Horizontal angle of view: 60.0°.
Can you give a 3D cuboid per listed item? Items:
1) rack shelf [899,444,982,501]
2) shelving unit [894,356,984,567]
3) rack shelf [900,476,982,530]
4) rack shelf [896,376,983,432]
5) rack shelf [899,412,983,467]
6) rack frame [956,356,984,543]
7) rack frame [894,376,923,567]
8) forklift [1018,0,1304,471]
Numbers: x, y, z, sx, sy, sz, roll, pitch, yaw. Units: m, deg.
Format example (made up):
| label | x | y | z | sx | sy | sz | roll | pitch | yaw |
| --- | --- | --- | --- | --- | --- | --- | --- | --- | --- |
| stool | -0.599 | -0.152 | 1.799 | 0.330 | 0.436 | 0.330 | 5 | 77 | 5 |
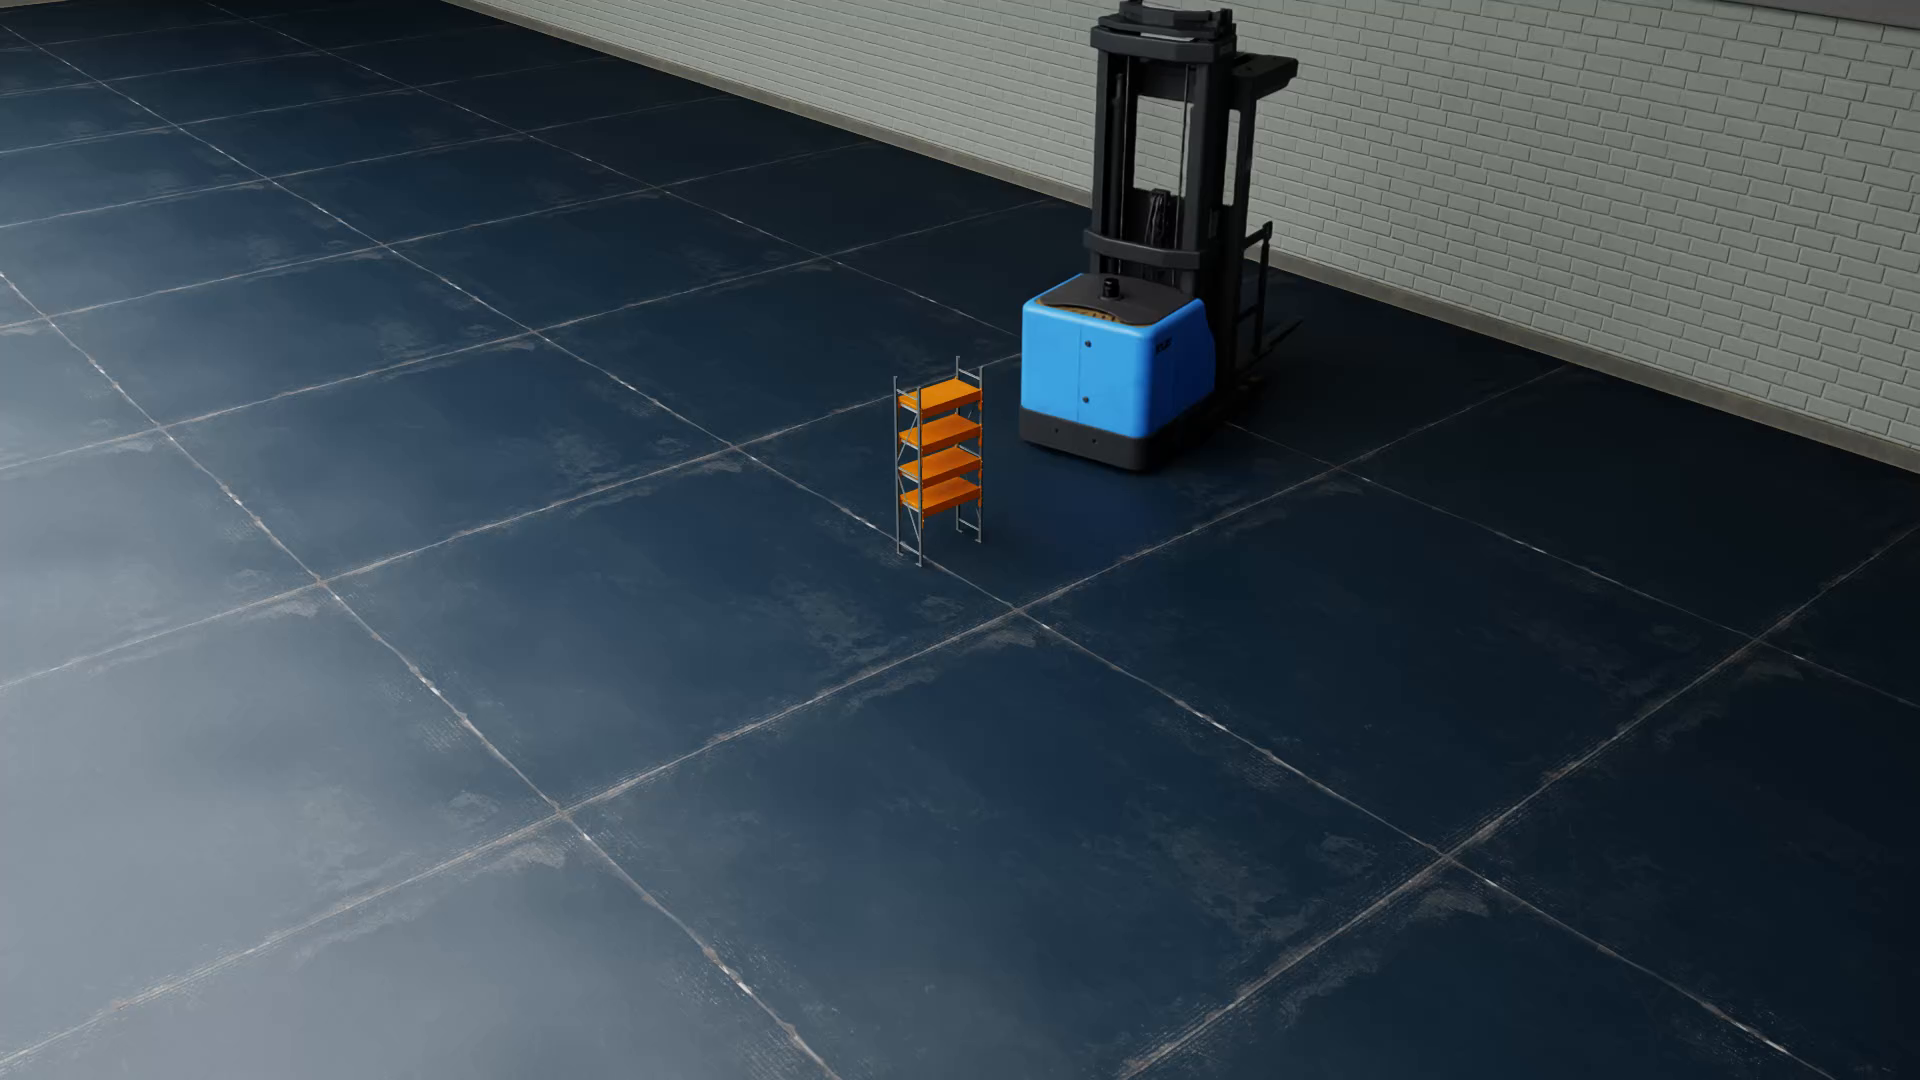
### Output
| label | x | y | z | sx | sy | sz | roll | pitch | yaw |
| --- | --- | --- | --- | --- | --- | --- | --- | --- | --- |
| rack shelf | -0.126 | -0.419 | 10.262 | 0.480 | 0.148 | 0.258 | -22 | 35 | -35 |
| shelving unit | -0.126 | -0.479 | 10.231 | 0.503 | 1.200 | 0.258 | -22 | 35 | -35 |
| rack shelf | -0.126 | -0.244 | 10.356 | 0.480 | 0.148 | 0.258 | -22 | 35 | -35 |
| rack shelf | -0.126 | -0.825 | 10.046 | 0.480 | 0.148 | 0.258 | -22 | 35 | -35 |
| rack shelf | -0.126 | -0.616 | 10.157 | 0.480 | 0.148 | 0.258 | -22 | 35 | -35 |
| rack frame | 0.060 | -0.553 | 10.370 | 0.015 | 1.200 | 0.240 | -22 | 35 | -35 |
| rack frame | -0.312 | -0.404 | 10.091 | 0.015 | 1.200 | 0.240 | -22 | 35 | -35 |
| forklift | 1.665 | -2.410 | 12.008 | 1.130 | 2.935 | 3.031 | 18 | 33 | 30 |
